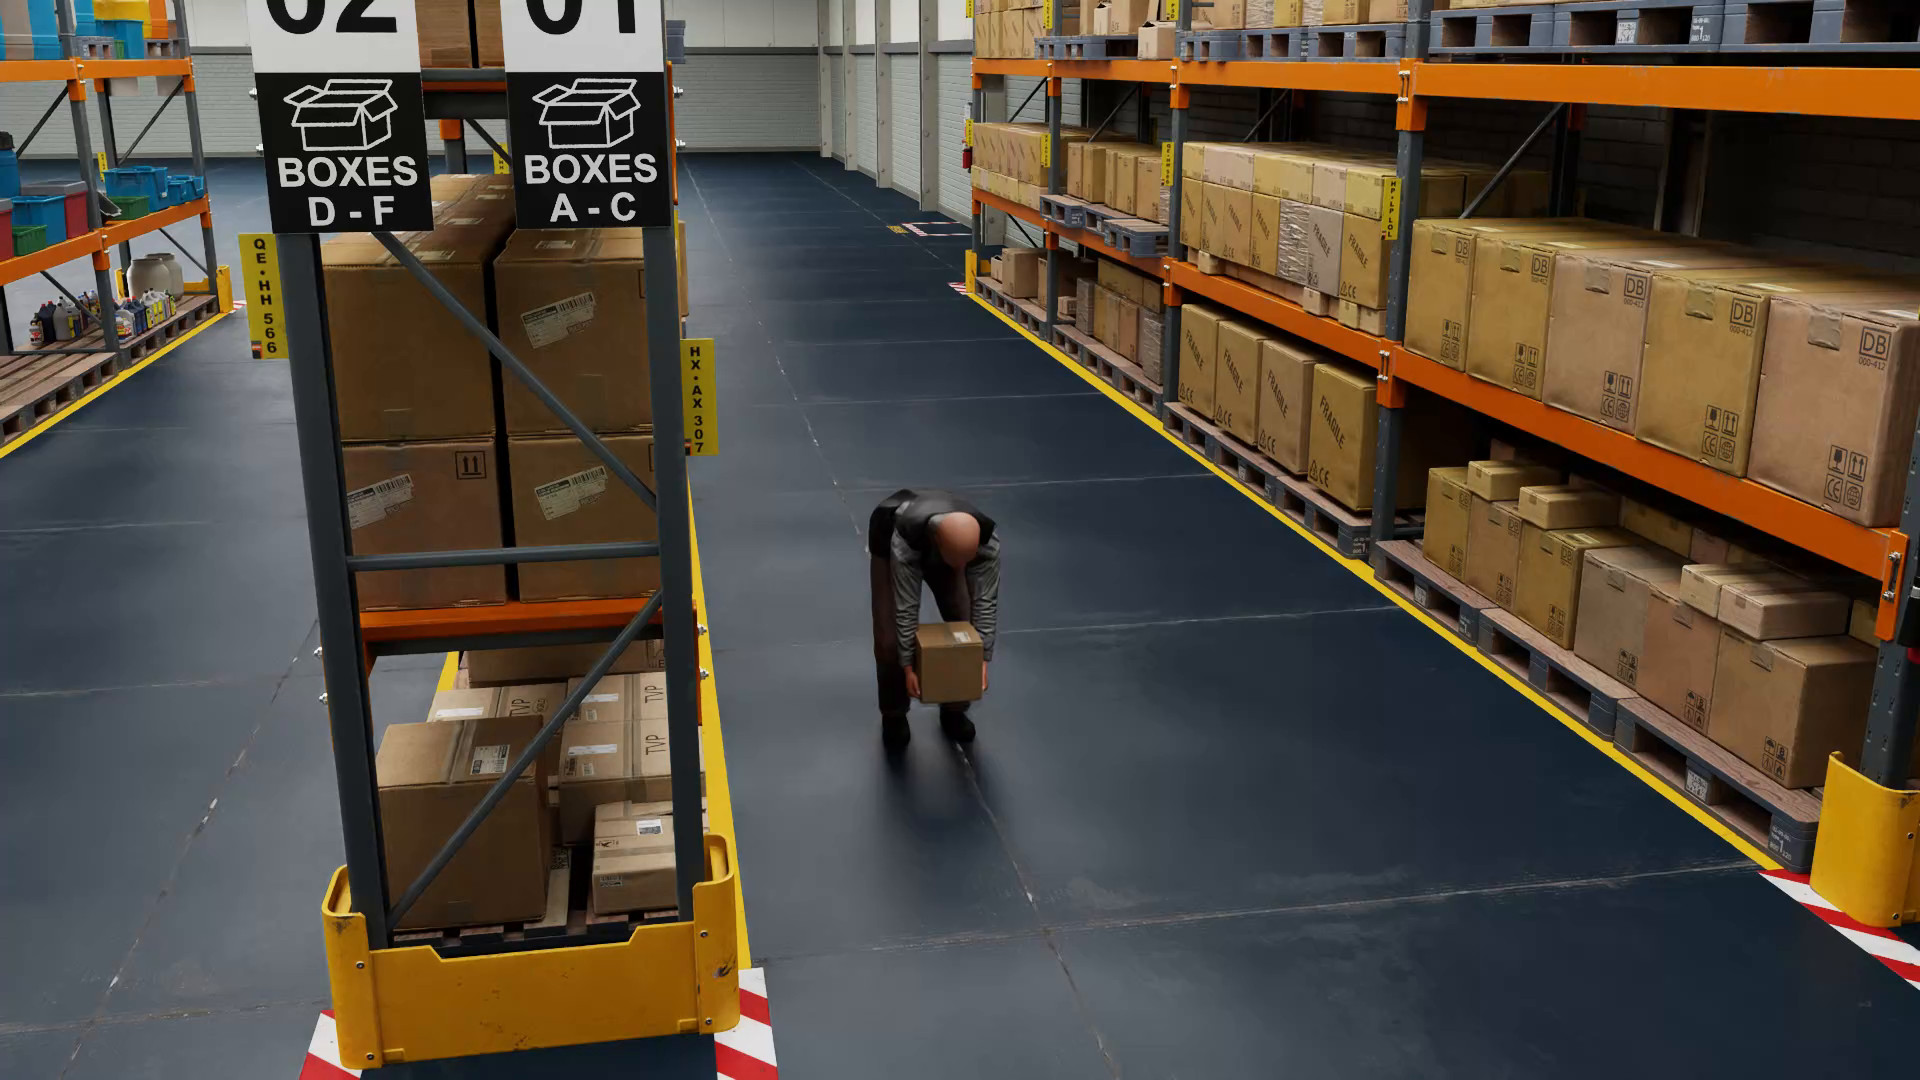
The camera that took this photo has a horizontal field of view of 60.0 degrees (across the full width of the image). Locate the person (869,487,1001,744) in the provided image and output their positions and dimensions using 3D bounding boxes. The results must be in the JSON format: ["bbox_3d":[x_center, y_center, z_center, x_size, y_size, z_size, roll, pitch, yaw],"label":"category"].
[{"bbox_3d":[-0.102,0.344,6.946,0.488,1.138,0.940,-4,17,-13],"label":"person"}]
